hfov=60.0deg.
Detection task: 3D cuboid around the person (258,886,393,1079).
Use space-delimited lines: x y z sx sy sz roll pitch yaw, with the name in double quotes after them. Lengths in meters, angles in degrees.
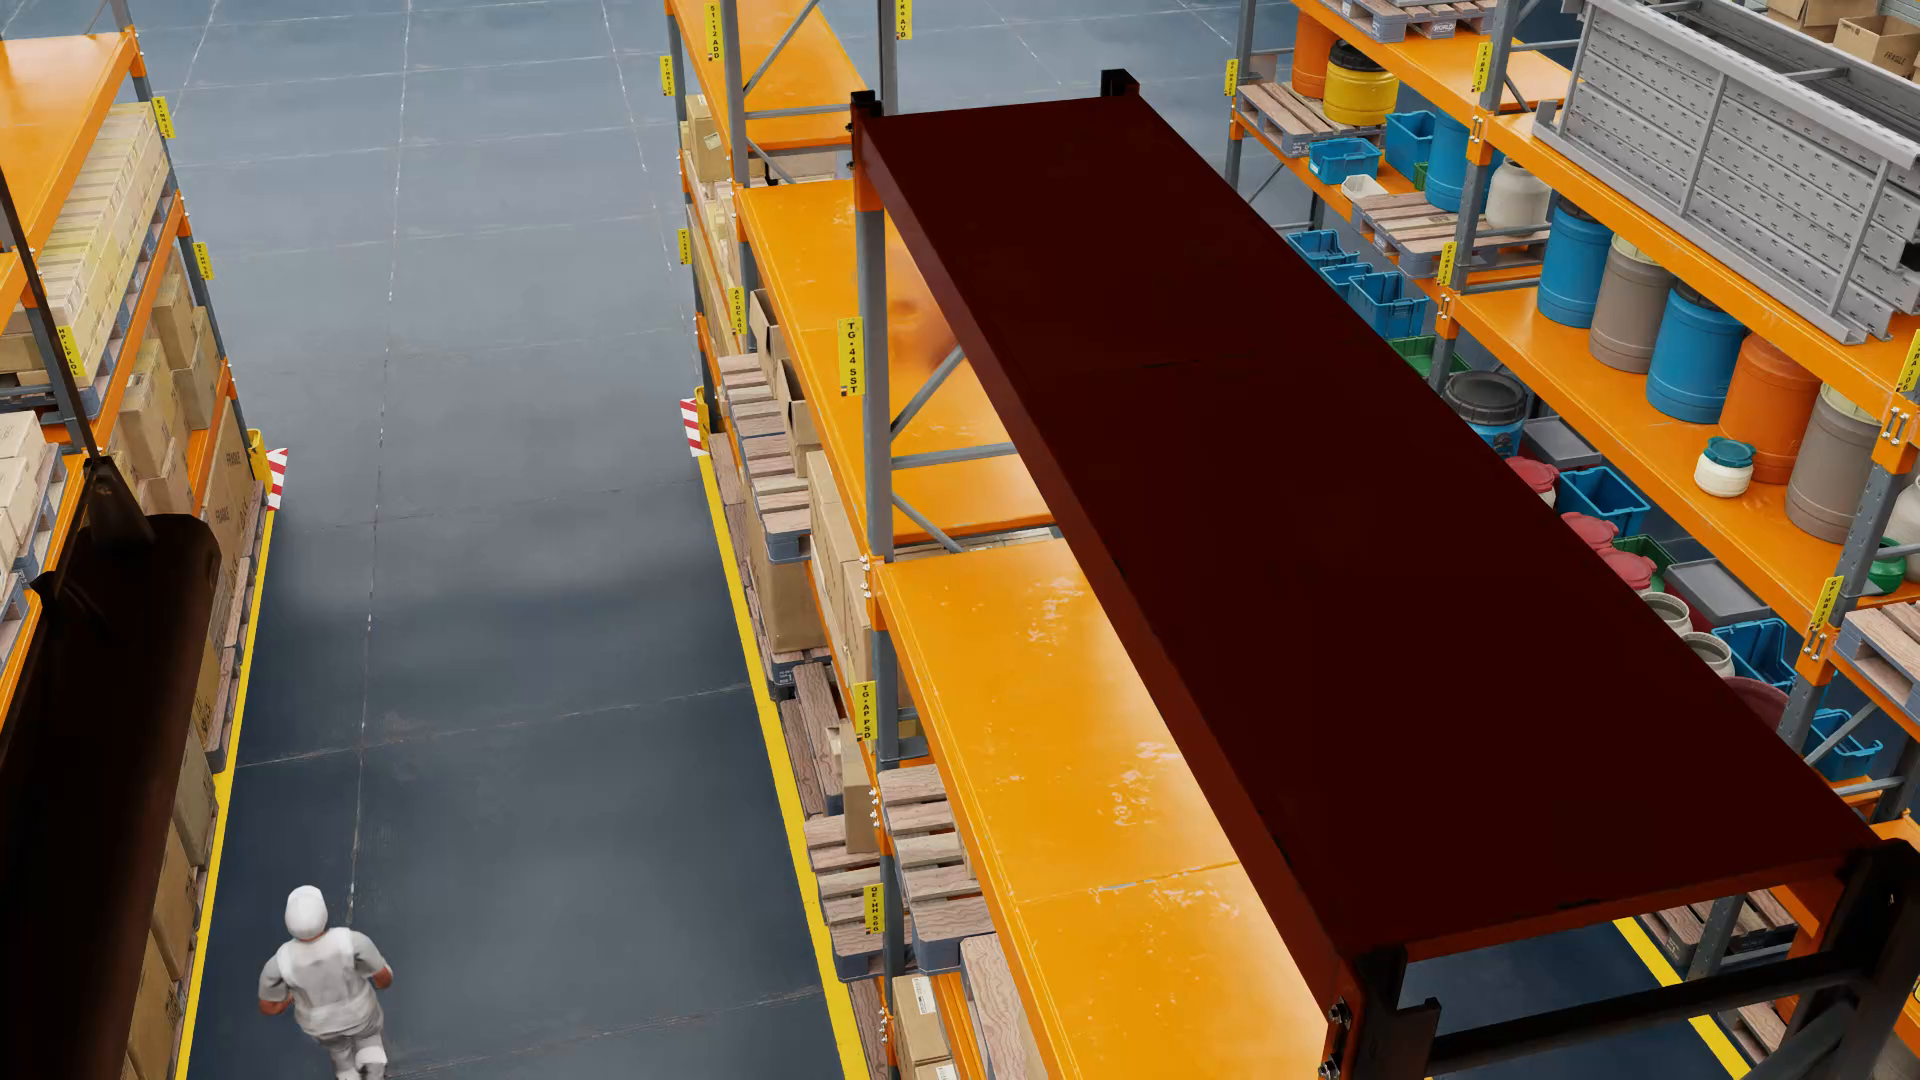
-3.318 2.543 8.851 0.658 1.740 0.606 -12 36 -17 "person"
